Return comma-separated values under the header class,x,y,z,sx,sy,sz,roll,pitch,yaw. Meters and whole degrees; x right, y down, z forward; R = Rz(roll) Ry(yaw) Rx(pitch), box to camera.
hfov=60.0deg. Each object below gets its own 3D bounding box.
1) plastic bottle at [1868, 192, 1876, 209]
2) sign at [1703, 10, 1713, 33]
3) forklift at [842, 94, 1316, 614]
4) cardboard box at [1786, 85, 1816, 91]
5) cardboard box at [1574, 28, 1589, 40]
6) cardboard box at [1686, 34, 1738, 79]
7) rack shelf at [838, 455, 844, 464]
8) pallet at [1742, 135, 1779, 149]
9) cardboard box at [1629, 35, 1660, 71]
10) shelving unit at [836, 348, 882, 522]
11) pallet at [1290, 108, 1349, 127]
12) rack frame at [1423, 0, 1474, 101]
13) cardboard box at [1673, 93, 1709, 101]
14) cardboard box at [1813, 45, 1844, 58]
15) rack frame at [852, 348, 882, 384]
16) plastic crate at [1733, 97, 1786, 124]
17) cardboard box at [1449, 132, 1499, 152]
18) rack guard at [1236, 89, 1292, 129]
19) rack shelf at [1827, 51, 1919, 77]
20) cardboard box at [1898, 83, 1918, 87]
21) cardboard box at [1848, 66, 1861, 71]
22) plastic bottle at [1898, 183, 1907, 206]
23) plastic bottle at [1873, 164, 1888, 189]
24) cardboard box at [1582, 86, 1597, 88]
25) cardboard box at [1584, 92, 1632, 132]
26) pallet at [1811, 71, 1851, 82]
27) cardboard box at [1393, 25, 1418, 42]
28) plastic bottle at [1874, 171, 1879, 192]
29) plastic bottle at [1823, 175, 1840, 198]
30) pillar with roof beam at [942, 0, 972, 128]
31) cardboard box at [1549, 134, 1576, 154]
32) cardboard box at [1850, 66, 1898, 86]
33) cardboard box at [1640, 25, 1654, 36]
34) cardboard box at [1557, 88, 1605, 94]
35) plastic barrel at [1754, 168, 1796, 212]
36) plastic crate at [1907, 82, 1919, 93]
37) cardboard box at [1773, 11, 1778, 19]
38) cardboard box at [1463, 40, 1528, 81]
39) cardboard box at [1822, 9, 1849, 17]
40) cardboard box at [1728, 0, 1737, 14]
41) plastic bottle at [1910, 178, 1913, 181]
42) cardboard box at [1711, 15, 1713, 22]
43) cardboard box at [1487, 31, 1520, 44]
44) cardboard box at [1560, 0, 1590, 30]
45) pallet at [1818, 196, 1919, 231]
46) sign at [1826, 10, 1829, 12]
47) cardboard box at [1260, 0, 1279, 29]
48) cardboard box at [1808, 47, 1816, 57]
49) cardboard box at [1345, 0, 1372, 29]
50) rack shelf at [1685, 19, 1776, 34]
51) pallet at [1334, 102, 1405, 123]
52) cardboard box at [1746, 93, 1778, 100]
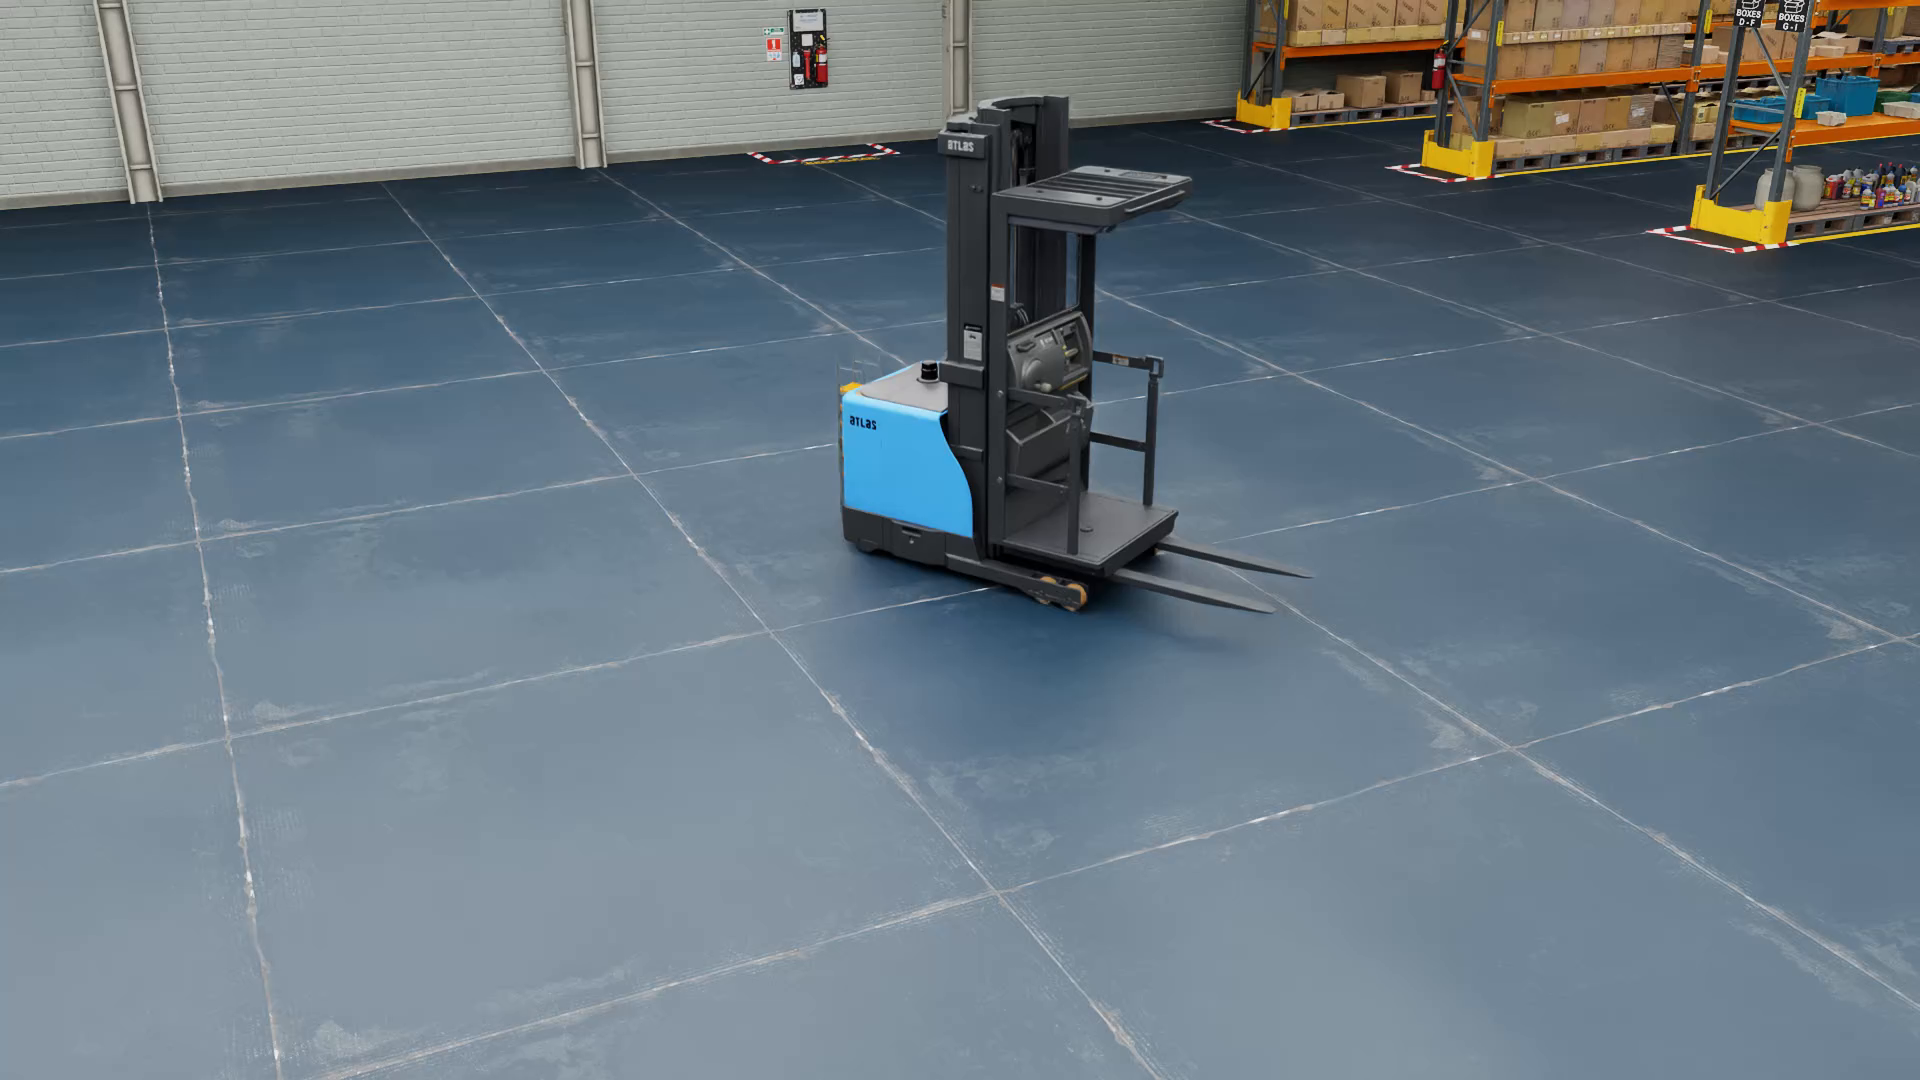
class,x,y,z,sx,sy,sz,roll,pitch,yaw
plastic bottle,11.263,-4.199,20.555,0.097,0.201,0.097,0,22,0
sign,11.102,-7.695,24.681,0.005,0.325,0.100,-10,25,-24
forklift,0.733,-1.150,10.197,3.031,2.935,1.130,14,26,31
cardboard box,13.865,-7.310,27.299,0.500,0.311,0.500,-10,24,-22
cardboard box,8.862,-7.337,24.073,0.250,0.149,0.380,-11,25,-24
cardboard box,14.588,-9.382,32.255,0.750,0.750,0.750,-10,24,-22
rack shelf,-0.678,-0.536,11.406,0.258,0.103,0.180,14,26,31
pallet,12.608,-6.500,26.677,1.213,0.211,1.003,-10,25,-24
cardboard box,9.990,-7.330,24.904,0.500,0.500,0.700,-11,25,-24
shelving unit,-0.678,-0.688,11.343,0.258,1.200,0.189,14,26,31
pallet,5.920,-7.339,28.703,1.213,0.211,1.003,-10,25,-24
rack frame,8.708,-9.156,29.446,0.127,3.000,1.000,-10,25,-24
cardboard box,11.567,-6.886,26.276,0.500,0.311,0.500,-10,24,-22
cardboard box,13.774,-7.752,26.384,0.250,0.149,0.380,-10,25,-24
rack frame,-0.628,-0.717,11.414,0.240,1.200,0.006,14,26,31
plastic crate,9.722,-5.195,20.073,0.616,0.251,0.499,-10,25,-24
cardboard box,7.611,-5.900,24.627,0.500,0.250,0.500,-10,25,-24
rack guard,5.172,-7.350,28.352,0.348,0.500,1.175,-10,25,-24
rack shelf,16.266,-8.112,27.865,4.000,0.370,1.077,-10,25,-24
cardboard box,15.922,-7.308,27.676,0.500,0.500,0.500,-11,25,-24
cardboard box,18.030,-9.868,33.886,0.500,0.500,0.700,-11,25,-25
plastic bottle,11.751,-4.321,20.759,0.097,0.271,0.097,0,22,0
plastic bottle,11.928,-4.698,21.567,0.185,0.351,0.144,-12,25,-26
cardboard box,11.686,-8.730,31.111,0.500,0.500,0.700,-10,25,-23
cardboard box,9.633,-6.404,24.864,0.500,0.500,0.500,-10,25,-24
pallet,17.737,-9.497,33.917,1.213,0.211,1.003,-10,25,-24
cardboard box,7.514,-8.744,28.622,0.500,0.250,0.500,-11,25,-24
plastic bottle,11.811,-4.624,21.492,0.097,0.271,0.097,0,22,0
plastic bottle,11.104,-4.511,21.211,0.135,0.276,0.152,-10,25,-23
pillar with roof beam,1.820,-9.199,21.708,0.400,9.000,9.100,-10,25,-24
cardboard box,8.735,-5.888,24.599,0.500,0.250,0.500,-10,25,-24
cardboard box,15.254,-7.754,27.773,0.500,0.250,0.500,-9,24,-22
cardboard box,10.013,-7.547,24.582,0.250,0.149,0.380,-10,25,-24
cardboard box,9.405,-6.584,25.300,0.500,0.500,0.500,-10,25,-24
plastic barrel,9.961,-4.258,20.318,0.421,0.512,0.421,0,22,0
plastic crate,12.478,-5.670,21.106,0.504,0.338,0.767,-10,25,-24
cardboard box,15.735,-10.222,32.325,0.250,0.149,0.380,-10,25,-23
cardboard box,7.682,-6.905,23.878,0.500,0.500,0.700,-10,25,-24
cardboard box,17.073,-10.825,33.086,0.700,0.700,0.980,-11,25,-25
cardboard box,14.698,-10.344,31.770,0.500,0.500,0.500,-10,25,-24
plastic bottle,12.018,-4.429,21.004,0.133,0.283,0.061,-10,25,-24
cardboard box,14.087,-9.945,31.656,0.250,0.149,0.380,-10,25,-23
cardboard box,7.703,-7.122,23.555,0.250,0.149,0.380,-11,25,-24
cardboard box,8.655,-7.686,24.069,0.500,0.500,0.700,-10,25,-23
pallet,11.281,-4.152,21.004,1.213,0.211,1.003,-10,25,-24
sign,14.220,-8.796,27.168,0.005,0.325,0.100,-10,25,-24
cardboard box,5.437,-8.930,28.090,0.500,0.500,0.500,-11,25,-24
cardboard box,13.340,-7.765,26.416,0.250,0.149,0.380,-9,24,-20
cardboard box,6.582,-8.916,28.057,0.500,0.500,0.500,-11,25,-25
rack shelf,14.115,-9.818,31.988,4.000,0.370,1.077,-10,25,-24
pallet,7.018,-7.540,29.188,1.213,0.211,1.003,-10,25,-24
cardboard box,12.725,-6.870,26.237,0.500,0.311,0.500,-10,24,-22
